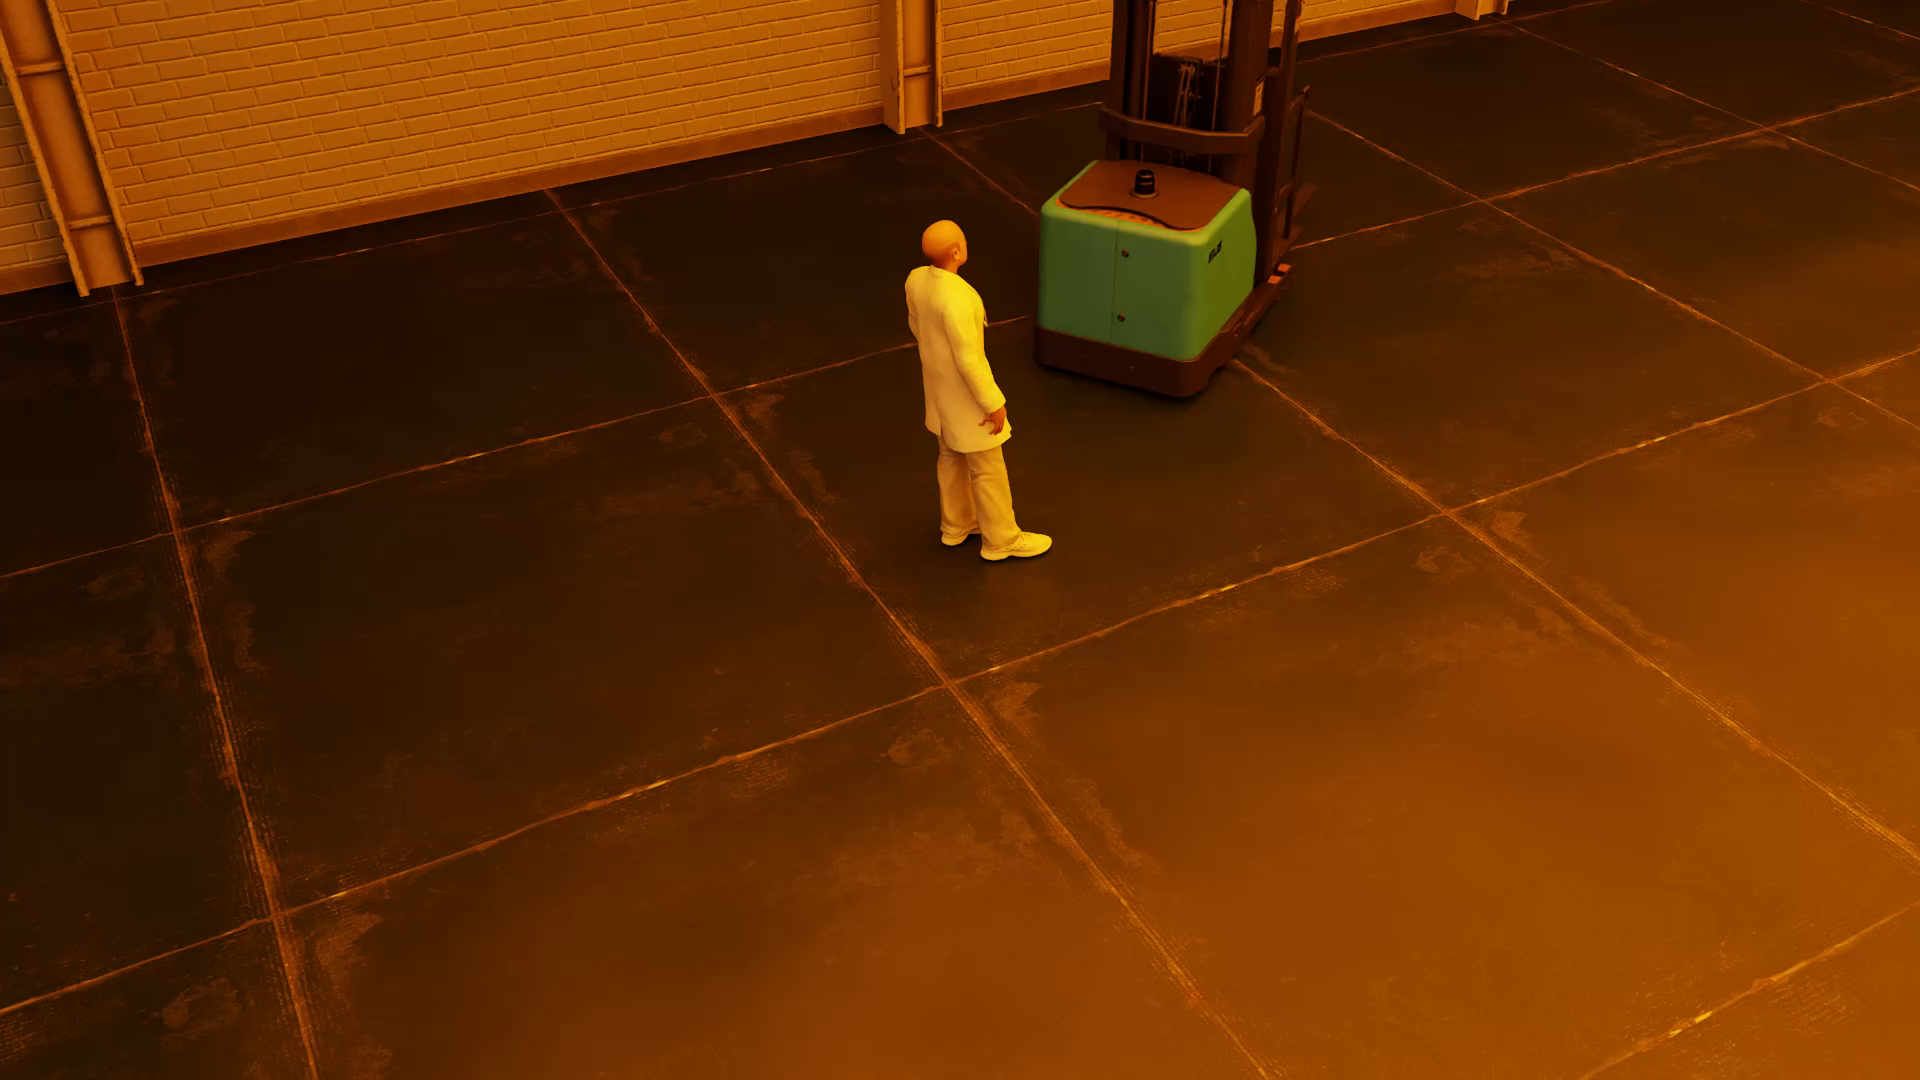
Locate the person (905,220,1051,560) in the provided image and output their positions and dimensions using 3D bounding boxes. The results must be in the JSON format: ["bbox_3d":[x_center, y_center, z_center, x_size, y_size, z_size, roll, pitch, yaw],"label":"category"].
[{"bbox_3d":[0.083,-0.754,8.178,0.578,1.777,0.696,-17,39,-23],"label":"person"}]

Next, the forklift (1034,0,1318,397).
[{"bbox_3d":[1.568,-2.865,10.176,1.130,2.935,3.031,16,38,22],"label":"forklift"}]
